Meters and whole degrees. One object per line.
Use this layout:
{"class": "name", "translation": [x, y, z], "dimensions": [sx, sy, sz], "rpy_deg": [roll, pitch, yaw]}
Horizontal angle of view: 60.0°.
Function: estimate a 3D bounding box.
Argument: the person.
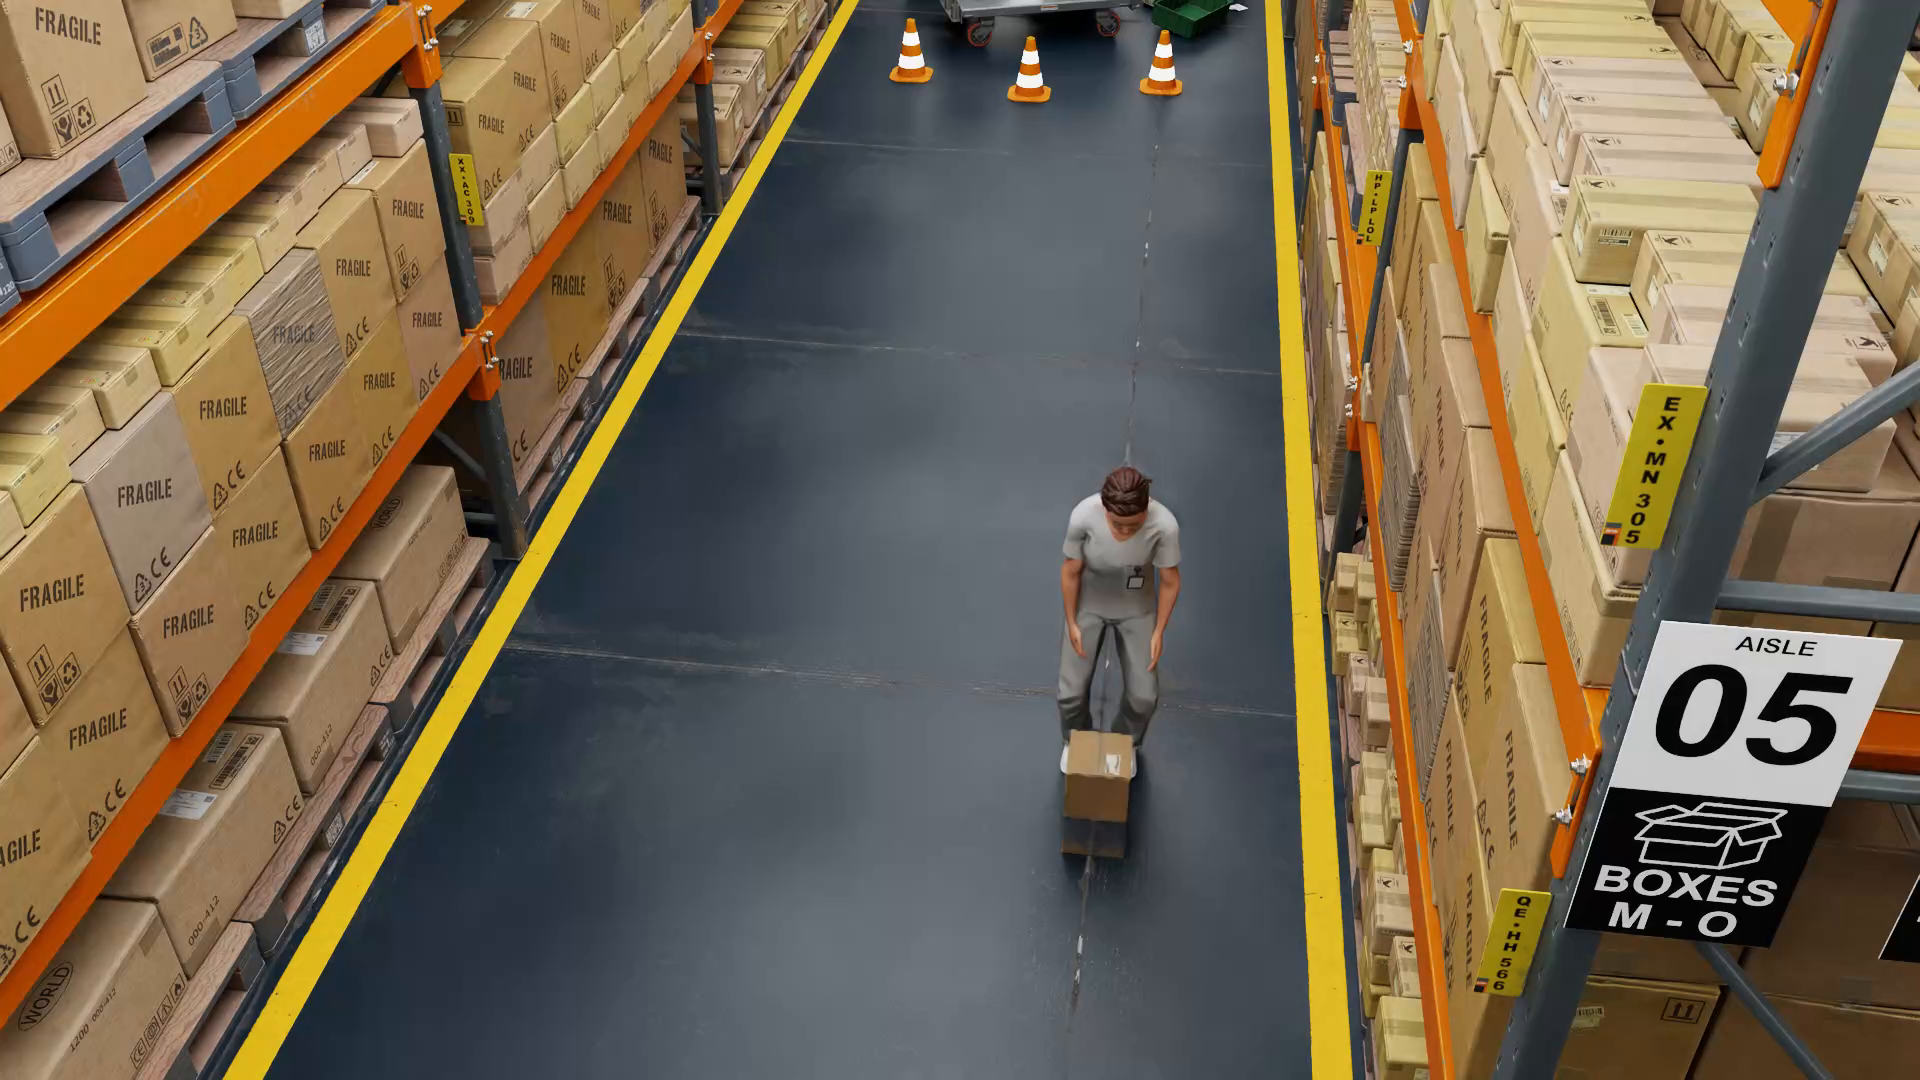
{"class": "person", "translation": [0.635, 0.315, 6.704], "dimensions": [0.475, 1.573, 0.467], "rpy_deg": [5, 37, 7]}
